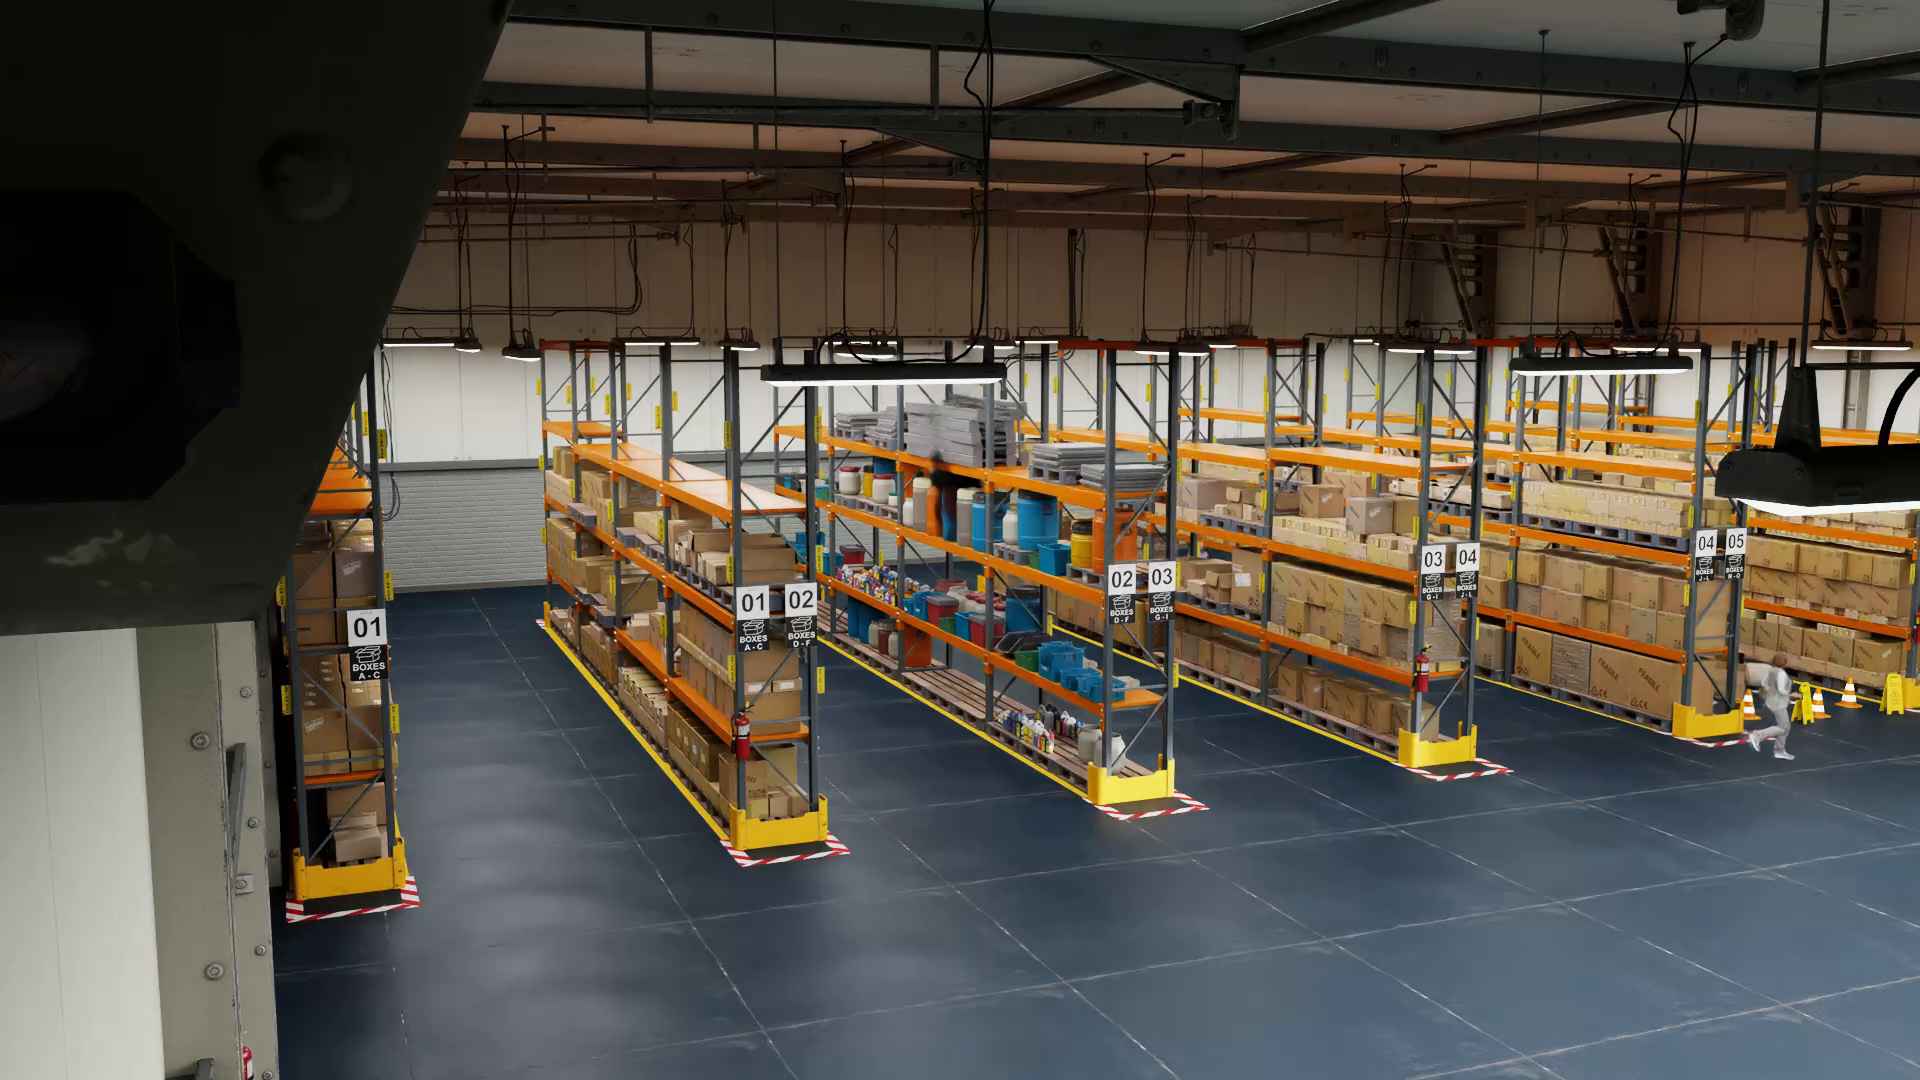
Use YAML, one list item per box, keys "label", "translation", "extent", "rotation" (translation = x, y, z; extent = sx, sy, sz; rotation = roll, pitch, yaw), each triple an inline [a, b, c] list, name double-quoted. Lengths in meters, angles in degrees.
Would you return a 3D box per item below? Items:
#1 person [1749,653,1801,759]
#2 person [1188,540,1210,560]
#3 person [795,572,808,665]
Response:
- label: "person"
  translation: [11.865, 2.414, 24.234]
  extent: [0.675, 1.564, 0.549]
  rotation: [1, 7, 7]
- label: "person"
  translation: [5.257, 0.805, 36.579]
  extent: [0.614, 1.599, 0.555]
  rotation: [-3, 8, -19]
- label: "person"
  translation: [-2.991, 1.460, 31.117]
  extent: [0.594, 1.753, 0.753]
  rotation: [-3, 8, -20]
